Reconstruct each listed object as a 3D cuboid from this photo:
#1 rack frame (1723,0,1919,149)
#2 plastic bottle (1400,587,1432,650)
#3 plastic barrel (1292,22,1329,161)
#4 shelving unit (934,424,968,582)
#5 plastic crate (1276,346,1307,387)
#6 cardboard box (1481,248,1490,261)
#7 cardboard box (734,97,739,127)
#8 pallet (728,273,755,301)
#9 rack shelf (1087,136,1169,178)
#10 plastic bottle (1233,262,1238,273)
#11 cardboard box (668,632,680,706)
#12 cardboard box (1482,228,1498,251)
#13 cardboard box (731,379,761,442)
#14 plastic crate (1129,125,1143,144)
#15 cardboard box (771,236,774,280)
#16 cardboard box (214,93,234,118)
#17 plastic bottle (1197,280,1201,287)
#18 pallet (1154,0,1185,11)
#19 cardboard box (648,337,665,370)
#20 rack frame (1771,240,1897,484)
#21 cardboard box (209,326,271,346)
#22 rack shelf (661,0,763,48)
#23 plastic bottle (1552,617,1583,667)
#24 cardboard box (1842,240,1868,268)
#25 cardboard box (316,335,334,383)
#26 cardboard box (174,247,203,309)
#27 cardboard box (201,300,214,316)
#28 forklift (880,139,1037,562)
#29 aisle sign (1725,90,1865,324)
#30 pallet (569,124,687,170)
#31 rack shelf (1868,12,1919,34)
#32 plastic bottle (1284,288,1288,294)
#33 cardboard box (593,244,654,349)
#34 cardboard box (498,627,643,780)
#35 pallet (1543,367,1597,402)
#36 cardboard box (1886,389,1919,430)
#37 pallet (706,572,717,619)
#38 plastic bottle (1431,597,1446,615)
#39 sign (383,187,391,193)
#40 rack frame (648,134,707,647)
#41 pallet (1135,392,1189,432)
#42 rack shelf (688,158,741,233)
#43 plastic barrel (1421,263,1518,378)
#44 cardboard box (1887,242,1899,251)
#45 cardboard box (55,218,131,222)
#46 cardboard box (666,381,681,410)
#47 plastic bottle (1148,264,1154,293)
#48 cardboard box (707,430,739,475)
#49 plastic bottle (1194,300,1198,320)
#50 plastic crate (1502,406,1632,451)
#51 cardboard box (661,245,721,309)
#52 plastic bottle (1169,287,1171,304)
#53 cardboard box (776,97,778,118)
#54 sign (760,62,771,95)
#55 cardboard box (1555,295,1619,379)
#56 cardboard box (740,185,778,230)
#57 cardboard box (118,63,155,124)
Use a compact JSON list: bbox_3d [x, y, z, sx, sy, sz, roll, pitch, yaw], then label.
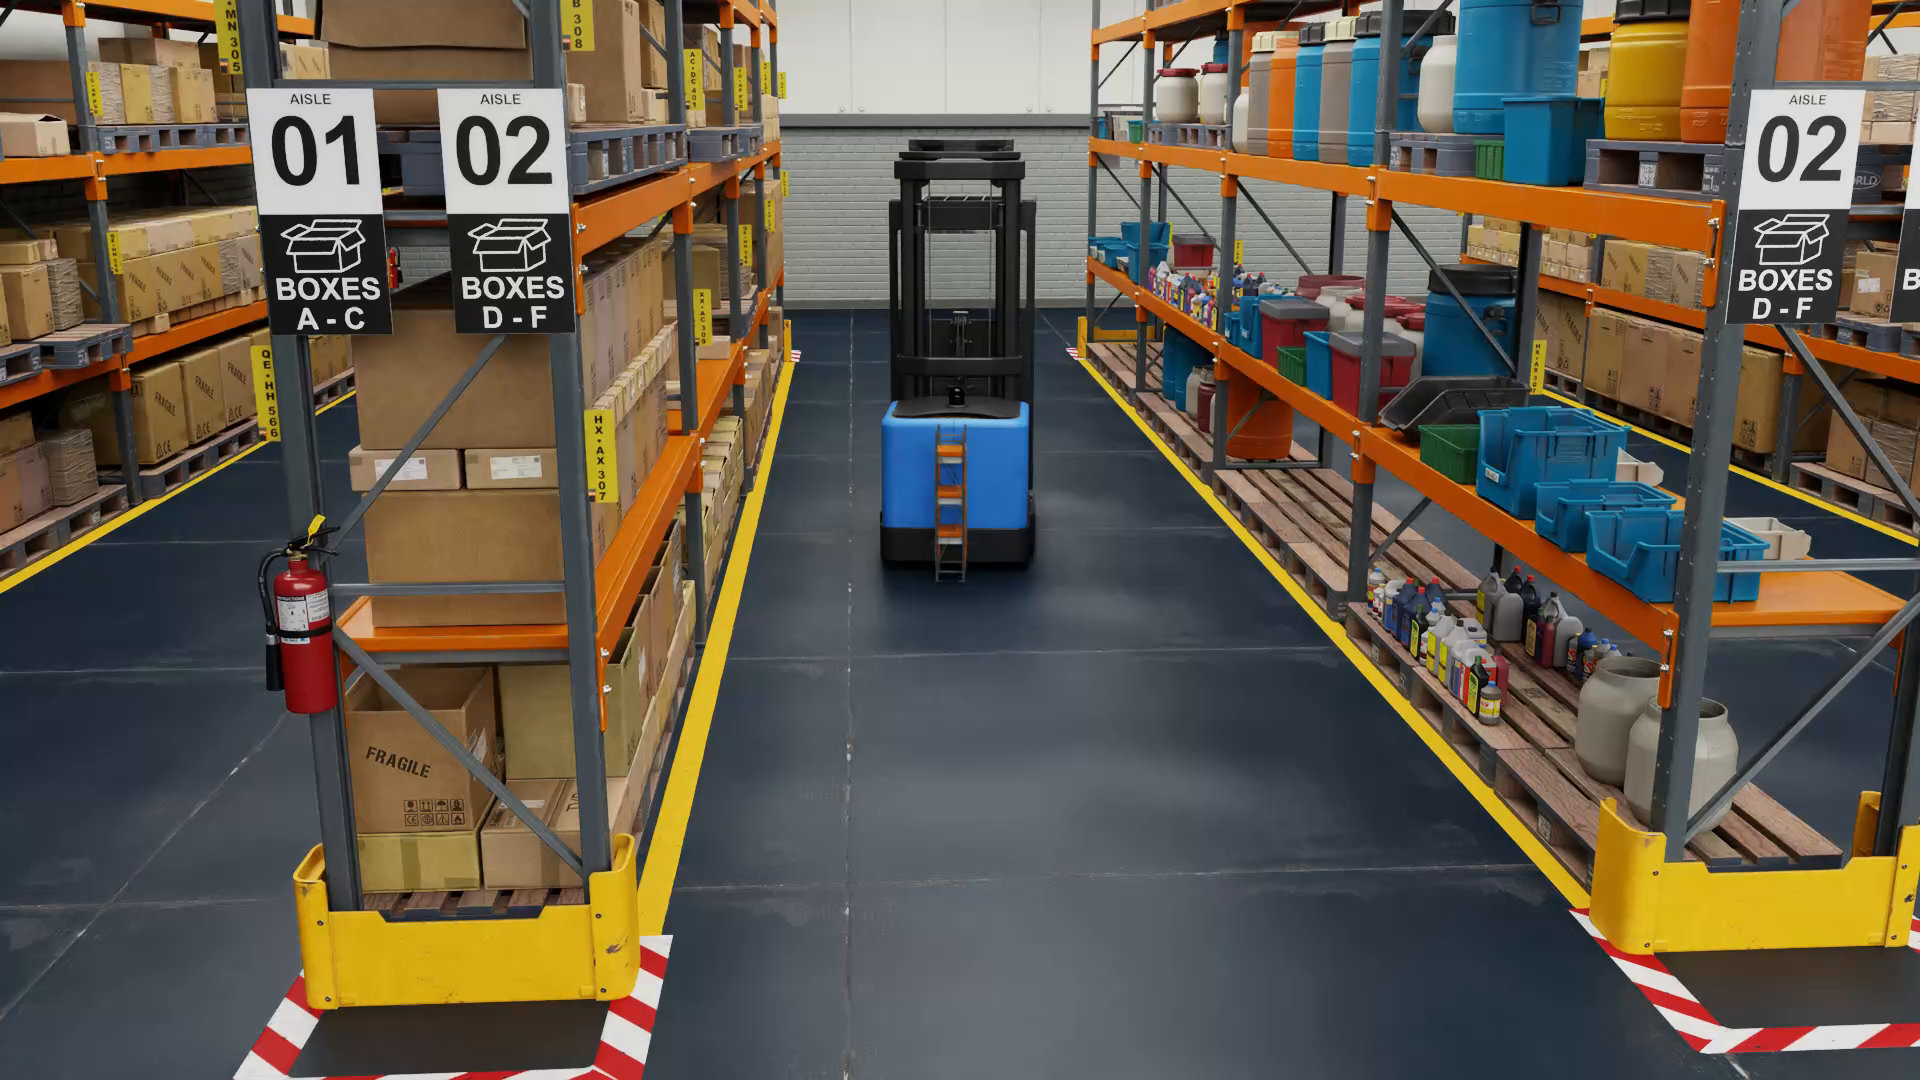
[{"bbox_3d":[3.153,-2.804,5.367,1.000,3.000,0.127,-1,14,-3],"label":"rack frame"},{"bbox_3d":[2.553,0.430,9.268,0.144,0.351,0.185,-1,15,-6],"label":"plastic bottle"},{"bbox_3d":[2.576,-3.038,11.287,0.600,0.901,0.708,-1,14,-3],"label":"plastic barrel"},{"bbox_3d":[-0.061,-0.253,11.402,0.215,1.050,0.252,1,14,3],"label":"shelving unit"},{"bbox_3d":[2.515,-1.220,11.673,0.450,0.188,0.662,-1,14,-3],"label":"plastic crate"},{"bbox_3d":[6.831,-3.612,21.050,0.380,0.149,0.250,-1,14,-5],"label":"cardboard box"},{"bbox_3d":[-2.411,-3.678,14.582,0.910,0.500,0.500,-1,14,-3],"label":"cardboard box"},{"bbox_3d":[-2.594,-2.514,16.665,1.003,0.211,1.213,-1,14,-3],"label":"pallet"},{"bbox_3d":[2.286,-4.485,19.362,1.077,0.370,4.000,-1,14,-3],"label":"rack shelf"},{"bbox_3d":[2.793,-2.636,16.851,0.144,0.351,0.185,-1,14,-3],"label":"plastic bottle"},{"bbox_3d":[-1.725,0.671,8.576,0.500,0.250,0.500,-1,14,-3],"label":"cardboard box"},{"bbox_3d":[6.904,-3.773,20.876,0.500,0.250,0.500,-1,14,-4],"label":"cardboard box"},{"bbox_3d":[-2.094,-1.188,15.258,0.500,0.500,0.500,-1,14,-4],"label":"cardboard box"},{"bbox_3d":[2.081,-4.334,17.757,0.450,0.188,0.662,-1,14,-3],"label":"plastic crate"},{"bbox_3d":[-2.329,-3.115,18.411,0.500,0.500,0.500,-1,14,-2],"label":"cardboard box"},{"bbox_3d":[-7.755,-4.529,17.346,0.500,0.250,0.500,-1,14,-3],"label":"cardboard box"},{"bbox_3d":[2.265,-2.337,15.847,0.097,0.271,0.097,0,14,0],"label":"plastic bottle"},{"bbox_3d":[2.491,-5.298,16.241,1.003,0.211,1.213,-1,14,-3],"label":"pallet"},{"bbox_3d":[-1.776,-0.990,8.852,0.380,0.149,0.250,-1,14,-5],"label":"cardboard box"},{"bbox_3d":[7.601,-1.965,14.144,1.000,3.000,0.127,-1,14,-3],"label":"rack frame"},{"bbox_3d":[-7.309,-1.733,16.714,0.750,0.750,0.750,-1,14,-3],"label":"cardboard box"},{"bbox_3d":[-2.411,-4.674,14.879,1.077,0.370,4.000,-1,14,-3],"label":"rack shelf"},{"bbox_3d":[3.271,0.536,9.005,0.152,0.276,0.135,-1,14,-2],"label":"plastic bottle"},{"bbox_3d":[7.572,-2.681,14.714,0.797,0.503,0.637,0,14,-2],"label":"cardboard box"},{"bbox_3d":[-7.450,-2.036,18.593,0.700,0.500,0.500,-1,14,-4],"label":"cardboard box"},{"bbox_3d":[-7.058,-2.316,14.672,0.500,0.500,0.500,-1,14,-4],"label":"cardboard box"},{"bbox_3d":[-7.135,-2.156,15.350,0.380,0.149,0.250,0,14,-2],"label":"cardboard box"},{"bbox_3d":[0.030,-1.574,12.763,1.130,2.935,3.031,1,14,3],"label":"forklift"},{"bbox_3d":[2.861,-1.136,5.703,0.394,0.787,0.004,-1,14,-3],"label":"aisle sign"},{"bbox_3d":[-1.960,-2.016,8.501,1.003,0.211,1.213,-1,14,-3],"label":"pallet"},{"bbox_3d":[12.186,-6.064,19.486,1.077,0.370,4.000,-1,14,-3],"label":"rack shelf"},{"bbox_3d":[2.947,-2.151,15.102,0.061,0.283,0.133,-1,14,-3],"label":"plastic bottle"},{"bbox_3d":[-1.973,-1.259,8.596,0.700,0.500,0.500,-1,14,-4],"label":"cardboard box"},{"bbox_3d":[-1.635,0.680,7.032,0.500,0.500,0.500,-1,14,-3],"label":"cardboard box"},{"bbox_3d":[7.384,-1.800,19.098,1.003,0.211,1.213,-1,14,-3],"label":"pallet"},{"bbox_3d":[7.715,-1.033,13.149,0.500,0.250,0.500,1,14,3],"label":"cardboard box"},{"bbox_3d":[-2.124,0.349,10.744,1.003,0.211,1.213,-1,14,-3],"label":"pallet"},{"bbox_3d":[2.670,0.456,9.328,0.097,0.271,0.097,0,14,0],"label":"plastic bottle"},{"bbox_3d":[-7.184,-4.406,20.831,0.100,0.325,0.005,-1,14,-3],"label":"sign"},{"bbox_3d":[-2.039,-0.818,9.687,1.000,3.000,0.127,-1,14,-3],"label":"rack frame"},{"bbox_3d":[2.416,-1.340,17.312,1.003,0.211,1.213,-1,14,-3],"label":"pallet"},{"bbox_3d":[-2.163,-2.420,11.336,1.077,0.370,4.000,-1,14,-3],"label":"rack shelf"},{"bbox_3d":[3.183,-1.237,10.310,0.600,0.901,0.708,-1,14,-3],"label":"plastic barrel"},{"bbox_3d":[11.890,-3.828,20.587,0.500,0.500,0.500,-1,14,-3],"label":"cardboard box"},{"bbox_3d":[-7.575,-2.666,14.527,0.500,0.250,0.500,-1,14,-5],"label":"cardboard box"},{"bbox_3d":[-1.890,-0.920,10.587,0.380,0.149,0.250,-1,14,-3],"label":"cardboard box"},{"bbox_3d":[2.006,-2.729,17.348,0.061,0.283,0.133,-1,14,-3],"label":"plastic bottle"},{"bbox_3d":[-1.970,-0.701,12.780,0.500,0.311,0.500,-1,14,-4],"label":"cardboard box"},{"bbox_3d":[2.173,-2.094,15.043,0.097,0.201,0.097,0,14,0],"label":"plastic bottle"},{"bbox_3d":[3.245,-0.551,8.946,0.499,0.251,0.616,-1,14,-3],"label":"plastic crate"},{"bbox_3d":[-2.438,-2.220,14.091,0.700,0.500,0.500,-6,16,-22],"label":"cardboard box"},{"bbox_3d":[2.095,-2.407,16.259,0.097,0.201,0.097,0,14,0],"label":"plastic bottle"},{"bbox_3d":[-2.496,-5.301,20.387,0.500,0.250,0.500,-1,14,-3],"label":"cardboard box"},{"bbox_3d":[-1.981,-4.711,16.969,0.100,0.325,0.005,-1,14,-3],"label":"sign"},{"bbox_3d":[7.392,-2.300,18.866,0.875,0.875,0.875,-1,14,-3],"label":"cardboard box"},{"bbox_3d":[-2.380,-3.847,19.250,0.500,0.500,0.500,0,14,-2],"label":"cardboard box"},{"bbox_3d":[-7.425,-3.838,14.321,0.700,0.500,0.500,0,14,-1],"label":"cardboard box"}]
